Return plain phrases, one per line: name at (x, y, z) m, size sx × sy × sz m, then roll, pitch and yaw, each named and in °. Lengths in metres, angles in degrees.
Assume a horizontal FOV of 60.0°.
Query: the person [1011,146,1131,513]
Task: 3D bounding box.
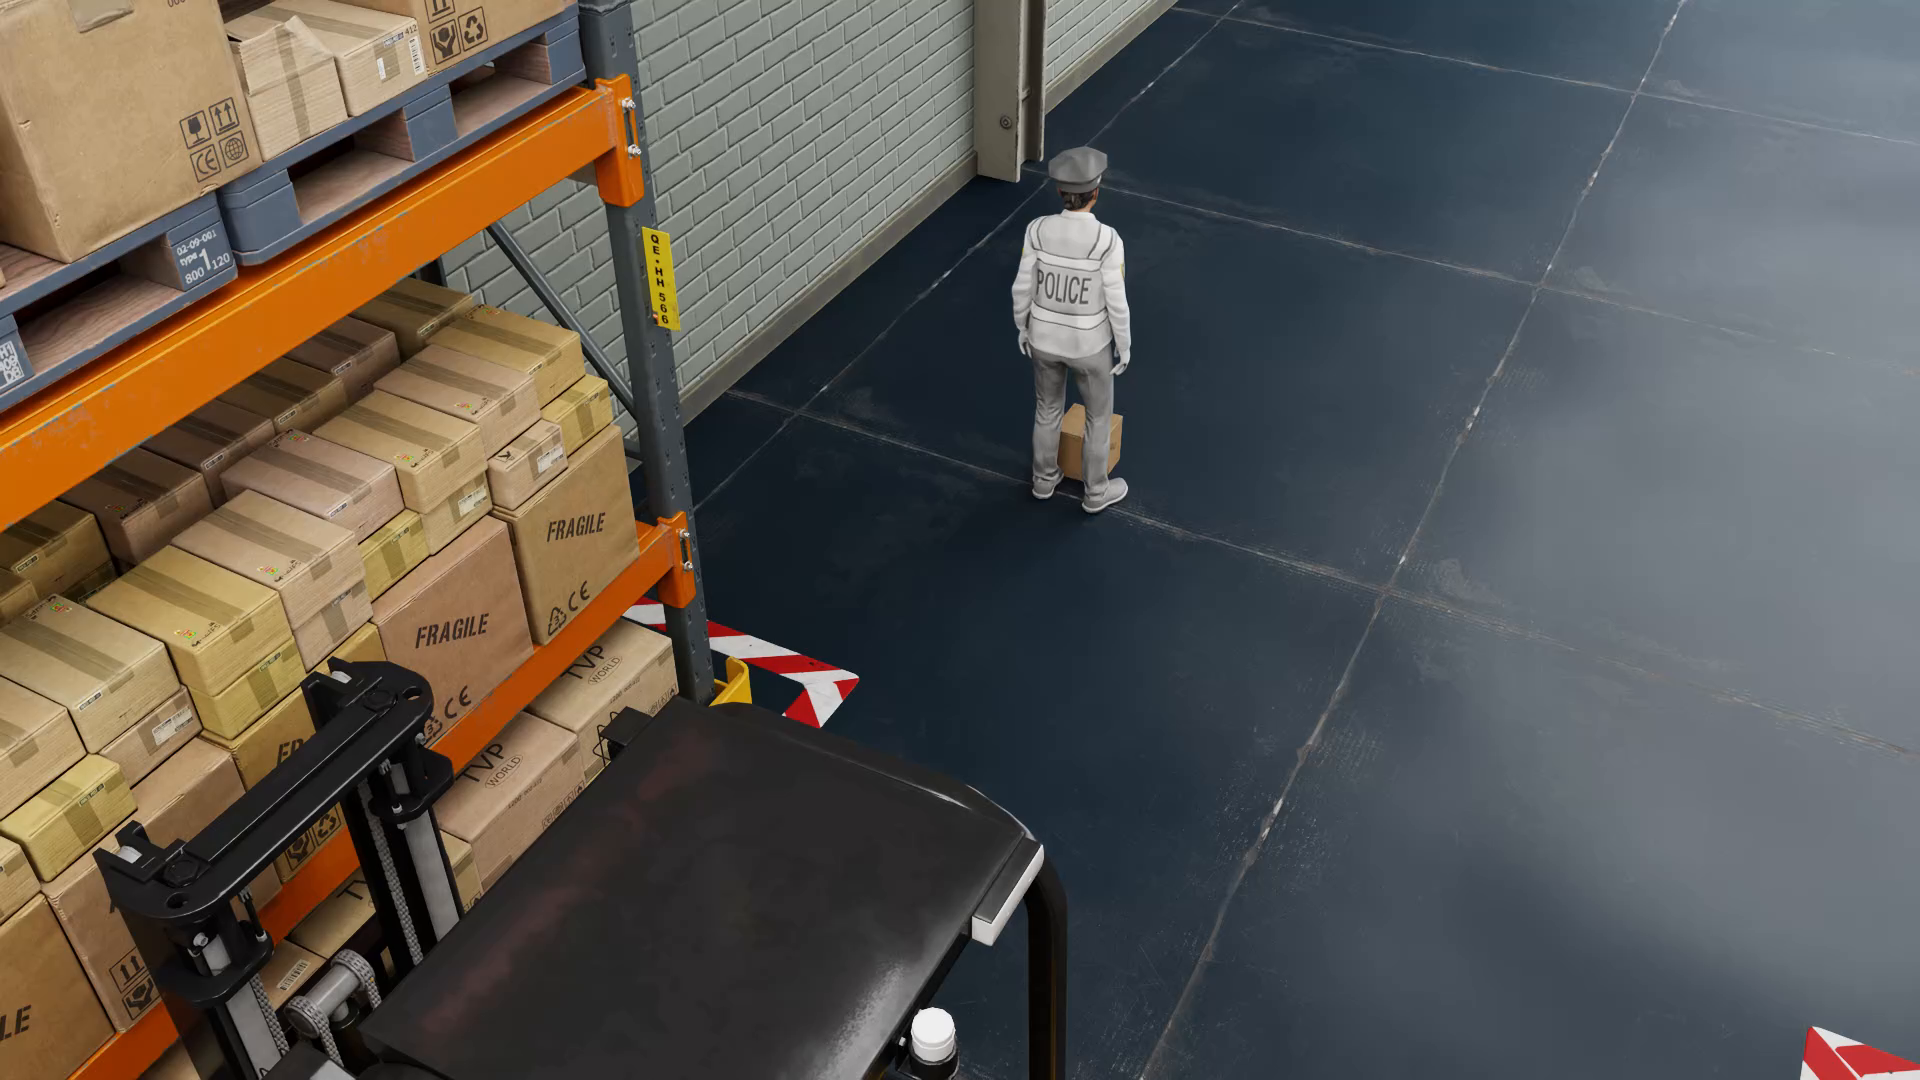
person at (0.491, -0.873, 7.261) m, size 0.541 × 1.662 × 0.375 m, roll 15°, pitch 41°, yaw 19°
